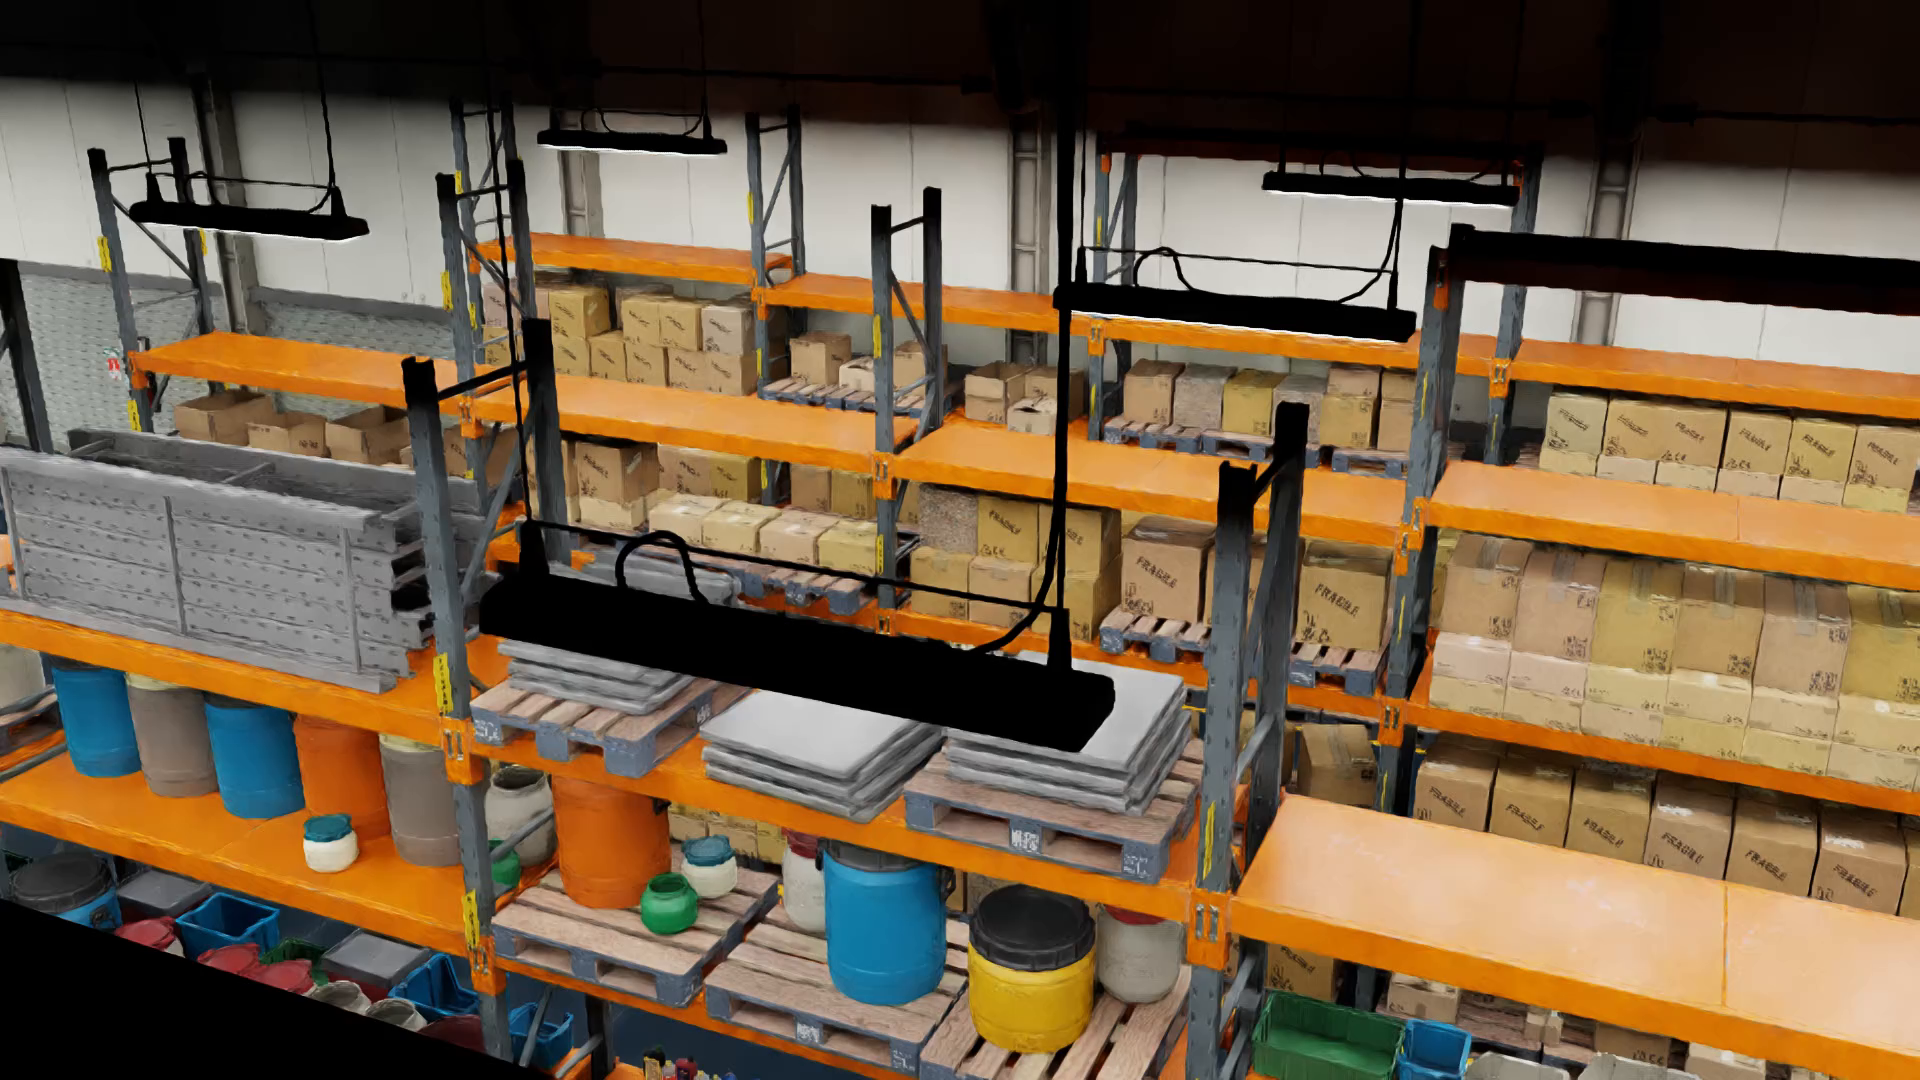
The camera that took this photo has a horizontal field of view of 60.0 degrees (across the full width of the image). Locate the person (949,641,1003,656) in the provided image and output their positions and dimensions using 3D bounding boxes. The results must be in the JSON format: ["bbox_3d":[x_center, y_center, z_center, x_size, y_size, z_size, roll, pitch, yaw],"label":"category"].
[{"bbox_3d":[0.141,1.412,16.439,0.588,1.754,0.470,-2,21,-5],"label":"person"}]
